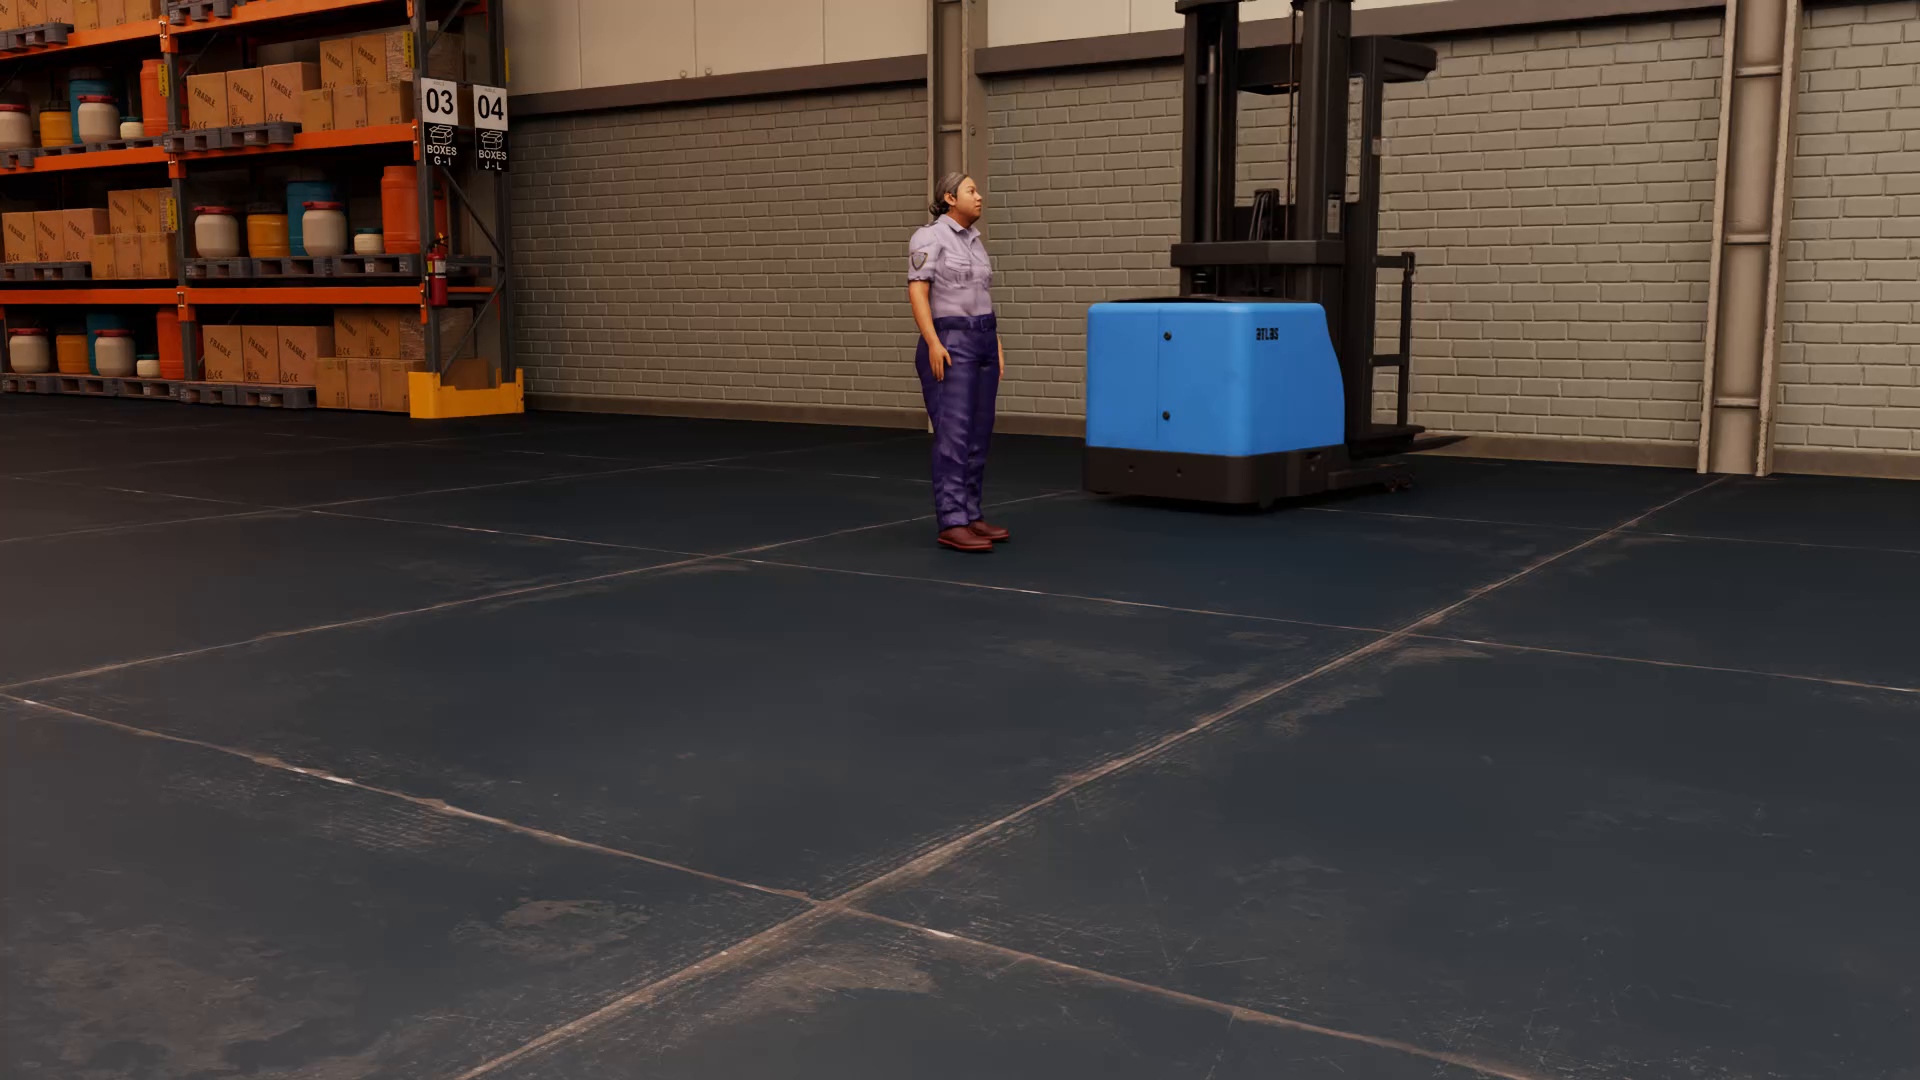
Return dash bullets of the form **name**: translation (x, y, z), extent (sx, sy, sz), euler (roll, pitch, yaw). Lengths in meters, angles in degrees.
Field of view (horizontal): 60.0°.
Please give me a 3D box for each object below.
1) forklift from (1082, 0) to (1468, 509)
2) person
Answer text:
- **forklift**: translation (2.014, -1.765, 9.603), extent (1.130, 2.935, 3.031), euler (7, 11, 41)
- **person**: translation (0.062, -0.812, 7.418), extent (0.502, 1.651, 0.598), euler (5, 10, 34)
